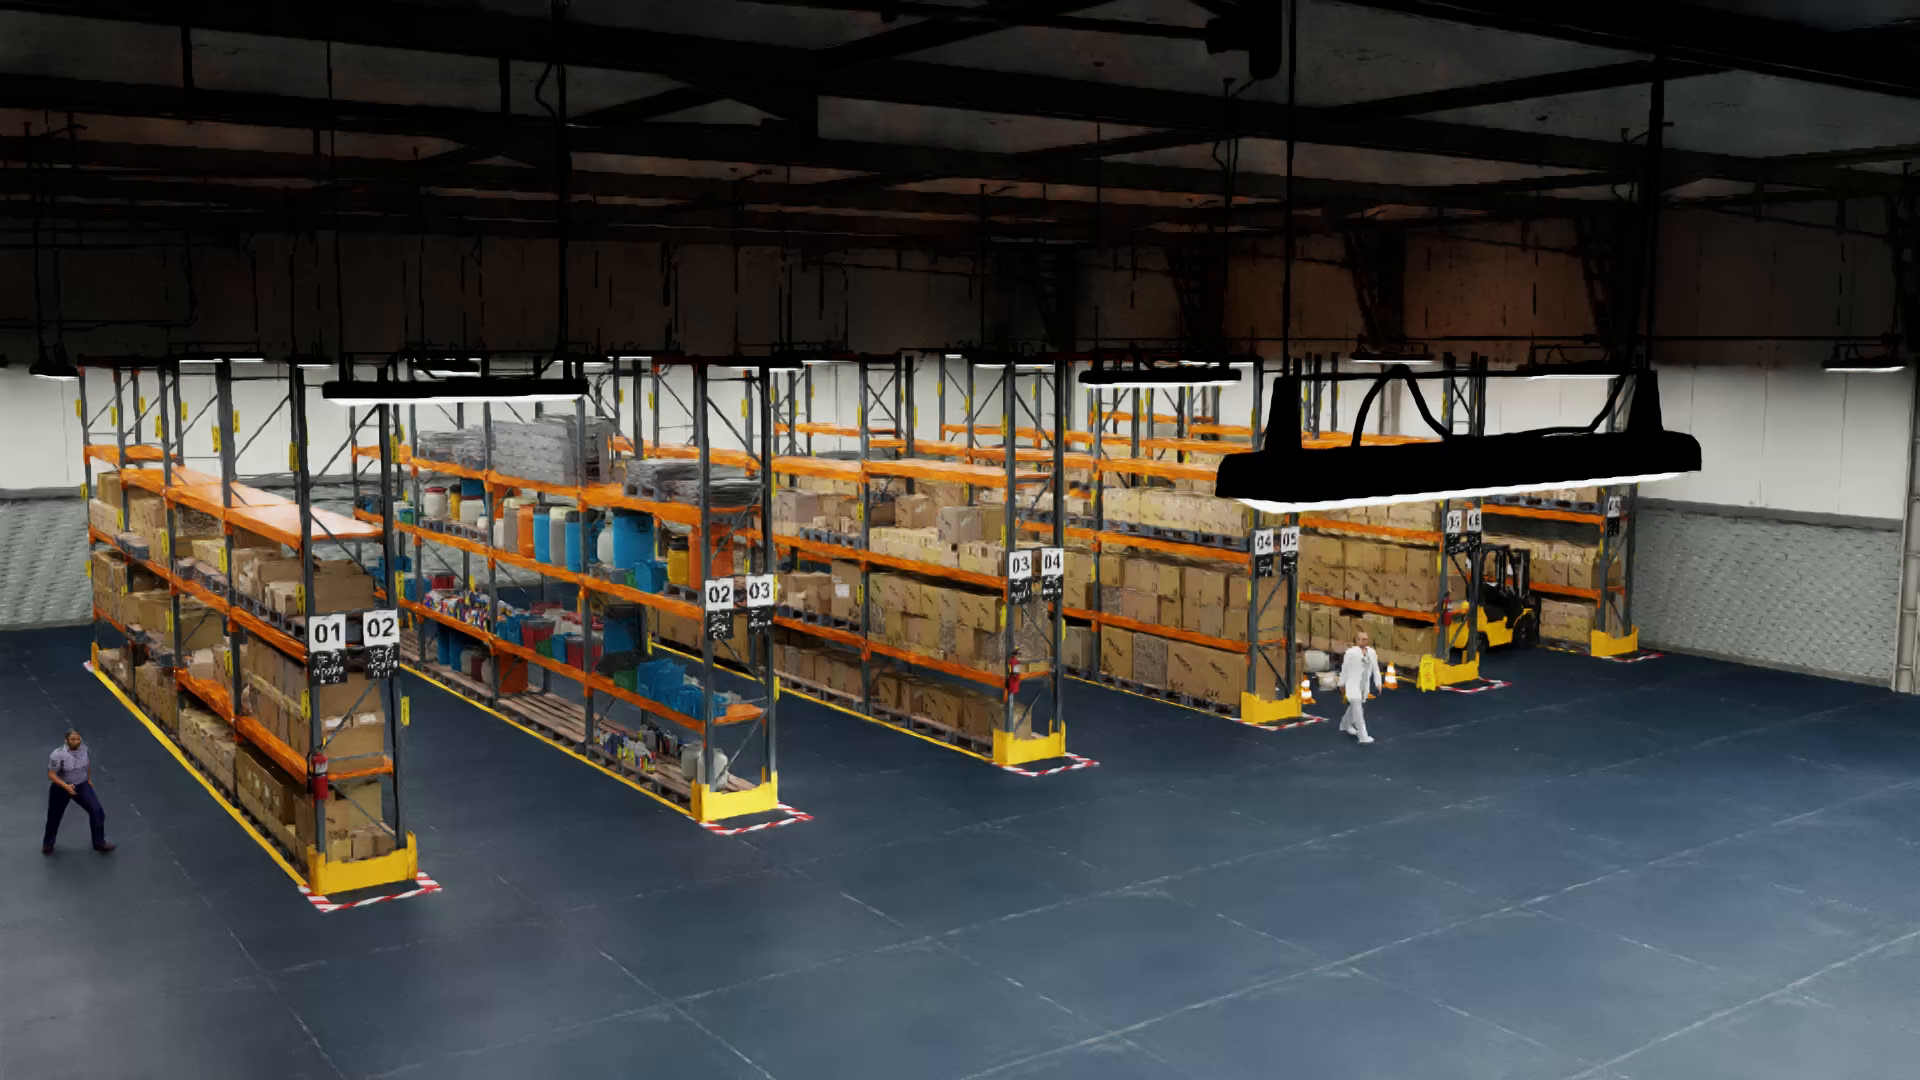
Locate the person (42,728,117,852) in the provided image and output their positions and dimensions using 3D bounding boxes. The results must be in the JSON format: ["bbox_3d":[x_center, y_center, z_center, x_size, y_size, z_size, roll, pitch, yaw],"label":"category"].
[{"bbox_3d":[-10.941,3.061,20.500,0.824,1.578,0.655,5,9,37],"label":"person"}]

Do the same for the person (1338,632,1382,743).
[{"bbox_3d":[6.322,2.289,26.217,0.575,1.714,1.104,-3,8,-25],"label":"person"}]
